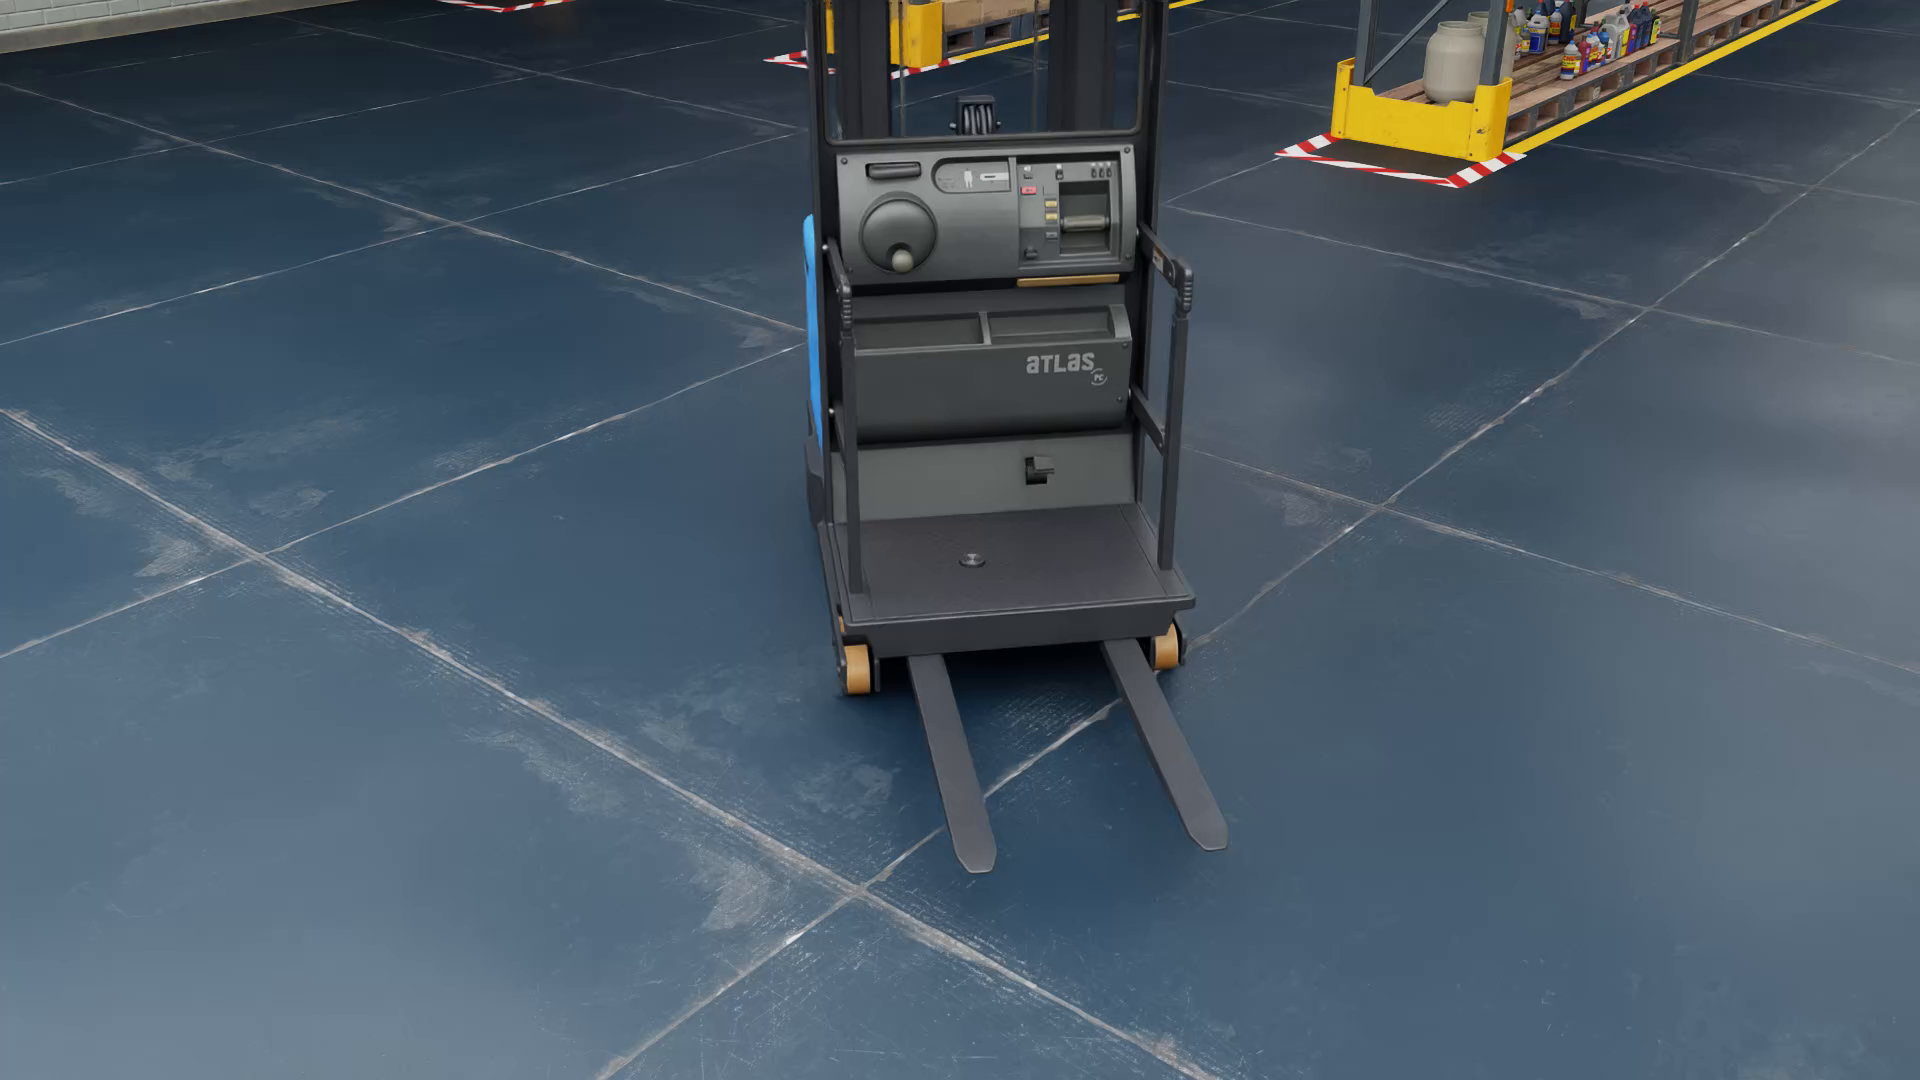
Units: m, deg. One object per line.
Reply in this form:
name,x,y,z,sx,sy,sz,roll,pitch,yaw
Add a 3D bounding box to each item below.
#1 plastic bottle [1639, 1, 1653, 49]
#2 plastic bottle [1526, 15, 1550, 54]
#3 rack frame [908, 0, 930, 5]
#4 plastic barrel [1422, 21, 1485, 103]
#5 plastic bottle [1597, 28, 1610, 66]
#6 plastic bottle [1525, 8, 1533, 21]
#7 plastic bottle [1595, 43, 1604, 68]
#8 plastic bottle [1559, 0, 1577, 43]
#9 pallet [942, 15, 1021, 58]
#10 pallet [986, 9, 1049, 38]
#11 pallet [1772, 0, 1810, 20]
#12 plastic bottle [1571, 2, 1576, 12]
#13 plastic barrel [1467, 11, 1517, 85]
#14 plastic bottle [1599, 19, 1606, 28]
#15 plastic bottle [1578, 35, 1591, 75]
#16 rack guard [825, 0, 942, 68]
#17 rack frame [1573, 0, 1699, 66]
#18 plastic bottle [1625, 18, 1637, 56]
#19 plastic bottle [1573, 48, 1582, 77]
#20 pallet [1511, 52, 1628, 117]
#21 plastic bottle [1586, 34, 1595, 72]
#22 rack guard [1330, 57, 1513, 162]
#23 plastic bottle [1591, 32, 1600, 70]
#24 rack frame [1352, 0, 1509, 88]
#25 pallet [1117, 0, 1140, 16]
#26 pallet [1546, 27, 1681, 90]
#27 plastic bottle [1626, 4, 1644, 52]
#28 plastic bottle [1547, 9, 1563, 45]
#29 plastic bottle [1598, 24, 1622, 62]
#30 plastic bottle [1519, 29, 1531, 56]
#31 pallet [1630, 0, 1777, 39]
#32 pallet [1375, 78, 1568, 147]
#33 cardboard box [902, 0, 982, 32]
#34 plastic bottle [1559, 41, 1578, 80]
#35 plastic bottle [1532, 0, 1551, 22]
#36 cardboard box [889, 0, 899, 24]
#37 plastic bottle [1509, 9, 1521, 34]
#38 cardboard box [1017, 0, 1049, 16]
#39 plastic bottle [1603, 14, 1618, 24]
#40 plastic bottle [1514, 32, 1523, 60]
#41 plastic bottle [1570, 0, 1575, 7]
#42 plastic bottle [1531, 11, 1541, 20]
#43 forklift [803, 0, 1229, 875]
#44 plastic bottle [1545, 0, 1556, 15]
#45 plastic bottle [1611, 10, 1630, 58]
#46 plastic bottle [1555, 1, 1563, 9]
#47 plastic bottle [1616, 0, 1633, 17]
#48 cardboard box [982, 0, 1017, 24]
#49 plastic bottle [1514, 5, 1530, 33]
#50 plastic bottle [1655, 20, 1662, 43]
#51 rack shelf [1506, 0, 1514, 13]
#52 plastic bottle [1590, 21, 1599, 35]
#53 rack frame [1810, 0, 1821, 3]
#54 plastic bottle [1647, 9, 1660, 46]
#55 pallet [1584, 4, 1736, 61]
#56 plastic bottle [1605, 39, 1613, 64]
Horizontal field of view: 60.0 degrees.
plastic bottle,5.507,-4.171,13.452,0.144,0.351,0.185,20,33,33
plastic bottle,4.600,-4.033,13.267,0.152,0.276,0.135,21,34,34
rack frame,-0.670,-5.495,13.608,1.000,3.000,0.127,21,34,34
plastic barrel,3.509,-3.383,11.776,0.421,0.512,0.421,0,27,0
plastic bottle,4.954,-3.810,12.842,0.097,0.271,0.097,0,27,0
plastic bottle,4.603,-4.175,13.534,0.061,0.283,0.133,23,35,37
plastic bottle,4.888,-3.743,12.787,0.097,0.201,0.097,0,27,0
plastic bottle,4.971,-4.276,13.656,0.144,0.351,0.185,21,34,34
pallet,-0.216,-4.540,14.796,1.003,0.211,1.213,21,34,34
pallet,0.560,-4.971,15.629,1.003,0.211,1.213,21,34,34
pallet,7.715,-5.381,16.421,1.003,0.211,1.213,21,34,34
plastic bottle,5.051,-4.315,13.804,0.061,0.283,0.133,21,34,34
plastic barrel,3.828,-3.561,12.120,0.421,0.512,0.421,0,27,0
plastic bottle,5.084,-3.979,13.155,0.061,0.283,0.133,21,34,34
plastic bottle,4.701,-3.662,12.541,0.061,0.283,0.133,21,34,35
rack guard,-0.686,-4.376,14.166,1.175,0.500,0.348,21,34,34
rack frame,5.694,-5.464,13.548,1.000,3.000,0.127,21,34,34
plastic bottle,5.313,-4.003,13.200,0.061,0.283,0.133,23,35,38
plastic bottle,4.609,-3.587,12.486,0.097,0.201,0.097,0,27,0
pallet,4.459,-3.565,12.912,1.003,0.211,1.213,21,34,34
plastic bottle,4.761,-3.703,12.634,0.097,0.271,0.097,0,27,0
rack guard,3.162,-2.977,11.460,1.175,0.500,0.348,21,34,34
plastic bottle,4.825,-3.739,12.703,0.097,0.271,0.097,0,27,0
rack frame,3.149,-4.046,10.807,1.000,3.000,0.127,21,34,34
pallet,1.336,-5.405,16.469,1.003,0.211,1.213,21,34,34
pallet,5.234,-4.000,13.752,1.003,0.211,1.213,21,34,34
plastic bottle,5.384,-4.103,13.320,0.144,0.351,0.185,19,33,32
plastic bottle,4.861,-4.196,13.588,0.097,0.271,0.097,0,27,0
plastic bottle,5.073,-3.898,13.007,0.152,0.276,0.135,21,34,35
plastic bottle,4.472,-3.949,13.185,0.097,0.201,0.097,0,27,0
pallet,6.939,-4.950,15.589,1.003,0.211,1.213,21,34,34
pallet,3.682,-3.135,12.080,1.003,0.211,1.213,21,34,34
cardboard box,-0.158,-4.586,14.385,0.500,0.250,0.500,21,34,34
plastic bottle,4.543,-3.582,12.399,0.097,0.271,0.097,0,27,0
plastic bottle,4.740,-4.251,13.608,0.144,0.351,0.185,19,33,32
cardboard box,-0.557,-4.737,14.678,0.500,0.250,0.500,21,34,34
plastic bottle,4.351,-4.035,13.189,0.144,0.351,0.185,22,35,36
cardboard box,0.476,-4.941,15.072,0.500,0.250,0.500,21,34,34
plastic bottle,5.254,-4.104,13.404,0.152,0.276,0.135,21,34,34
plastic bottle,4.357,-3.879,13.050,0.097,0.201,0.097,0,27,0
plastic bottle,5.153,-4.463,14.103,0.097,0.271,0.097,0,27,0
plastic bottle,4.675,-4.153,13.504,0.097,0.271,0.097,0,27,0
forklift,0.122,-0.982,4.958,1.130,2.935,3.031,-4,28,-8
plastic bottle,4.860,-4.318,13.737,0.144,0.351,0.185,22,34,36
plastic bottle,5.179,-3.988,13.099,0.144,0.351,0.185,21,34,34
plastic bottle,4.968,-4.343,13.865,0.152,0.276,0.135,22,35,36
plastic bottle,5.395,-4.213,13.533,0.144,0.351,0.185,21,34,34
cardboard box,0.158,-4.764,14.730,0.500,0.250,0.500,21,34,34
plastic bottle,4.470,-4.101,13.316,0.144,0.351,0.185,20,34,34
plastic bottle,5.703,-4.197,13.665,0.097,0.201,0.097,0,27,0
rack shelf,4.422,-4.436,12.343,1.077,0.370,4.000,21,34,34
plastic bottle,4.990,-3.933,13.065,0.061,0.283,0.133,21,34,34
rack frame,8.238,-6.883,16.290,1.000,3.000,0.127,21,34,34
plastic bottle,5.642,-4.186,13.555,0.061,0.283,0.133,23,35,37
pallet,6.163,-4.516,14.749,1.003,0.211,1.213,21,34,34
plastic bottle,5.019,-3.815,12.928,0.097,0.201,0.097,0,27,0
